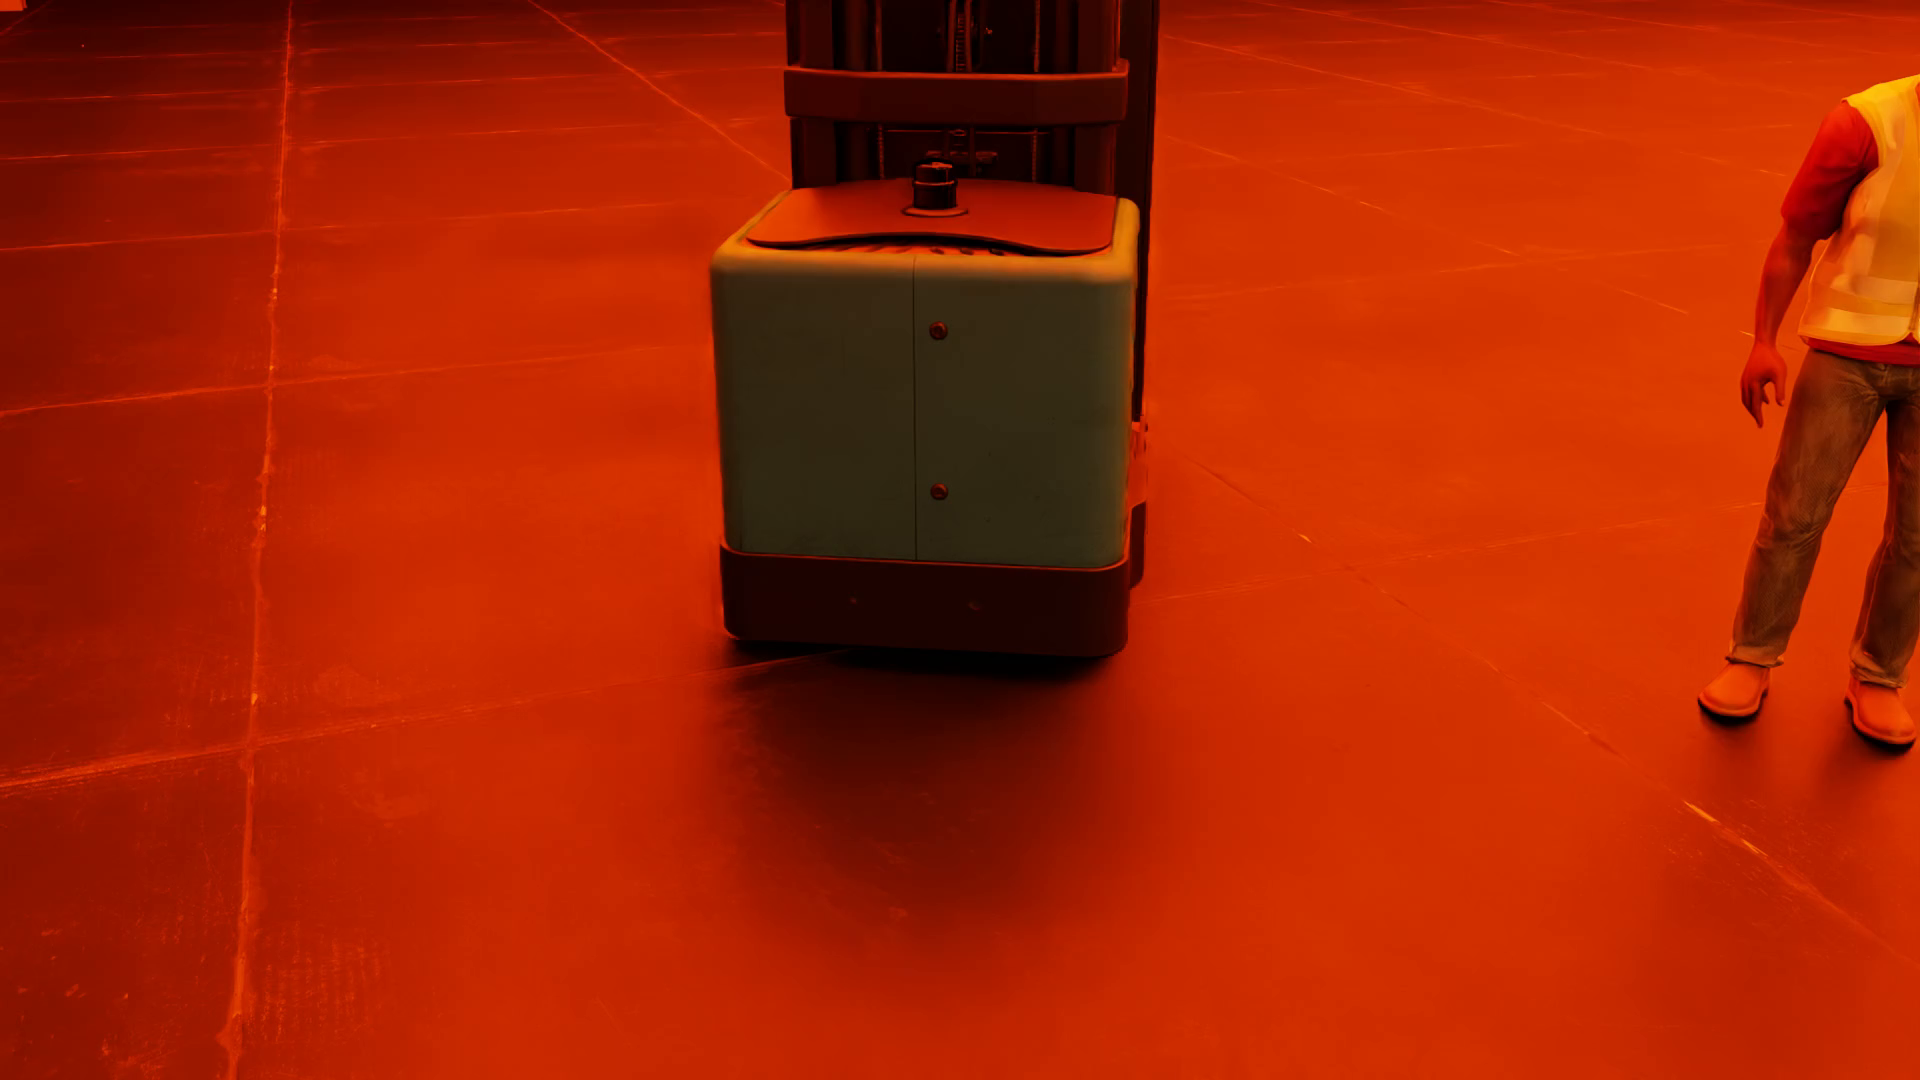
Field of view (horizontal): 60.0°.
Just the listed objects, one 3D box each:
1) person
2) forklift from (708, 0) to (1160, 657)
[{"bbox_3d":[2.118,-0.394,3.752,0.631,1.759,0.462,10,25,22],"label":"person"},{"bbox_3d":[0.064,-1.590,5.080,1.130,2.935,3.031,3,23,6],"label":"forklift"}]
